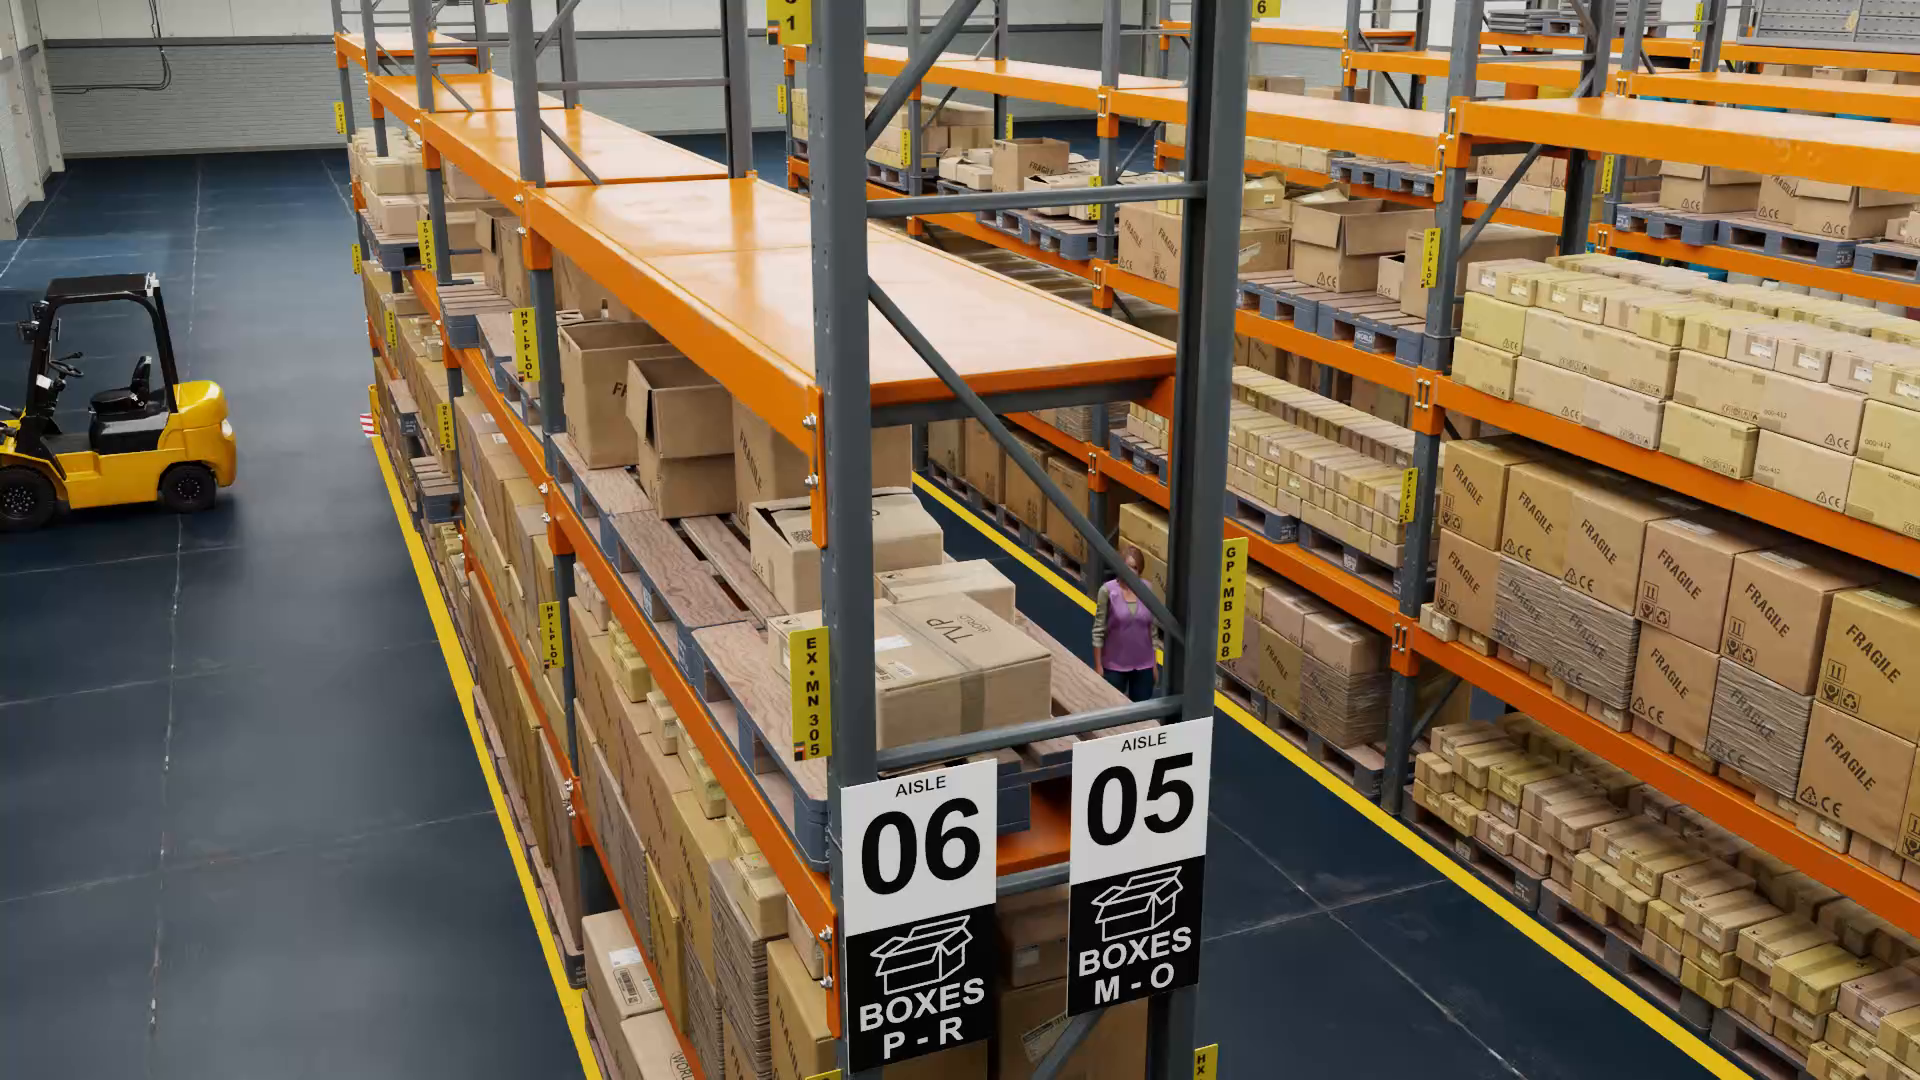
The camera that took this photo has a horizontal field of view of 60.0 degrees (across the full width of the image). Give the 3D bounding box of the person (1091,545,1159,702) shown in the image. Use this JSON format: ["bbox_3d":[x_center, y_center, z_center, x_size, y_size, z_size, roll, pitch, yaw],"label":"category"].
[{"bbox_3d":[1.033,0.787,10.482,0.422,1.586,0.497,-4,20,-12],"label":"person"}]
